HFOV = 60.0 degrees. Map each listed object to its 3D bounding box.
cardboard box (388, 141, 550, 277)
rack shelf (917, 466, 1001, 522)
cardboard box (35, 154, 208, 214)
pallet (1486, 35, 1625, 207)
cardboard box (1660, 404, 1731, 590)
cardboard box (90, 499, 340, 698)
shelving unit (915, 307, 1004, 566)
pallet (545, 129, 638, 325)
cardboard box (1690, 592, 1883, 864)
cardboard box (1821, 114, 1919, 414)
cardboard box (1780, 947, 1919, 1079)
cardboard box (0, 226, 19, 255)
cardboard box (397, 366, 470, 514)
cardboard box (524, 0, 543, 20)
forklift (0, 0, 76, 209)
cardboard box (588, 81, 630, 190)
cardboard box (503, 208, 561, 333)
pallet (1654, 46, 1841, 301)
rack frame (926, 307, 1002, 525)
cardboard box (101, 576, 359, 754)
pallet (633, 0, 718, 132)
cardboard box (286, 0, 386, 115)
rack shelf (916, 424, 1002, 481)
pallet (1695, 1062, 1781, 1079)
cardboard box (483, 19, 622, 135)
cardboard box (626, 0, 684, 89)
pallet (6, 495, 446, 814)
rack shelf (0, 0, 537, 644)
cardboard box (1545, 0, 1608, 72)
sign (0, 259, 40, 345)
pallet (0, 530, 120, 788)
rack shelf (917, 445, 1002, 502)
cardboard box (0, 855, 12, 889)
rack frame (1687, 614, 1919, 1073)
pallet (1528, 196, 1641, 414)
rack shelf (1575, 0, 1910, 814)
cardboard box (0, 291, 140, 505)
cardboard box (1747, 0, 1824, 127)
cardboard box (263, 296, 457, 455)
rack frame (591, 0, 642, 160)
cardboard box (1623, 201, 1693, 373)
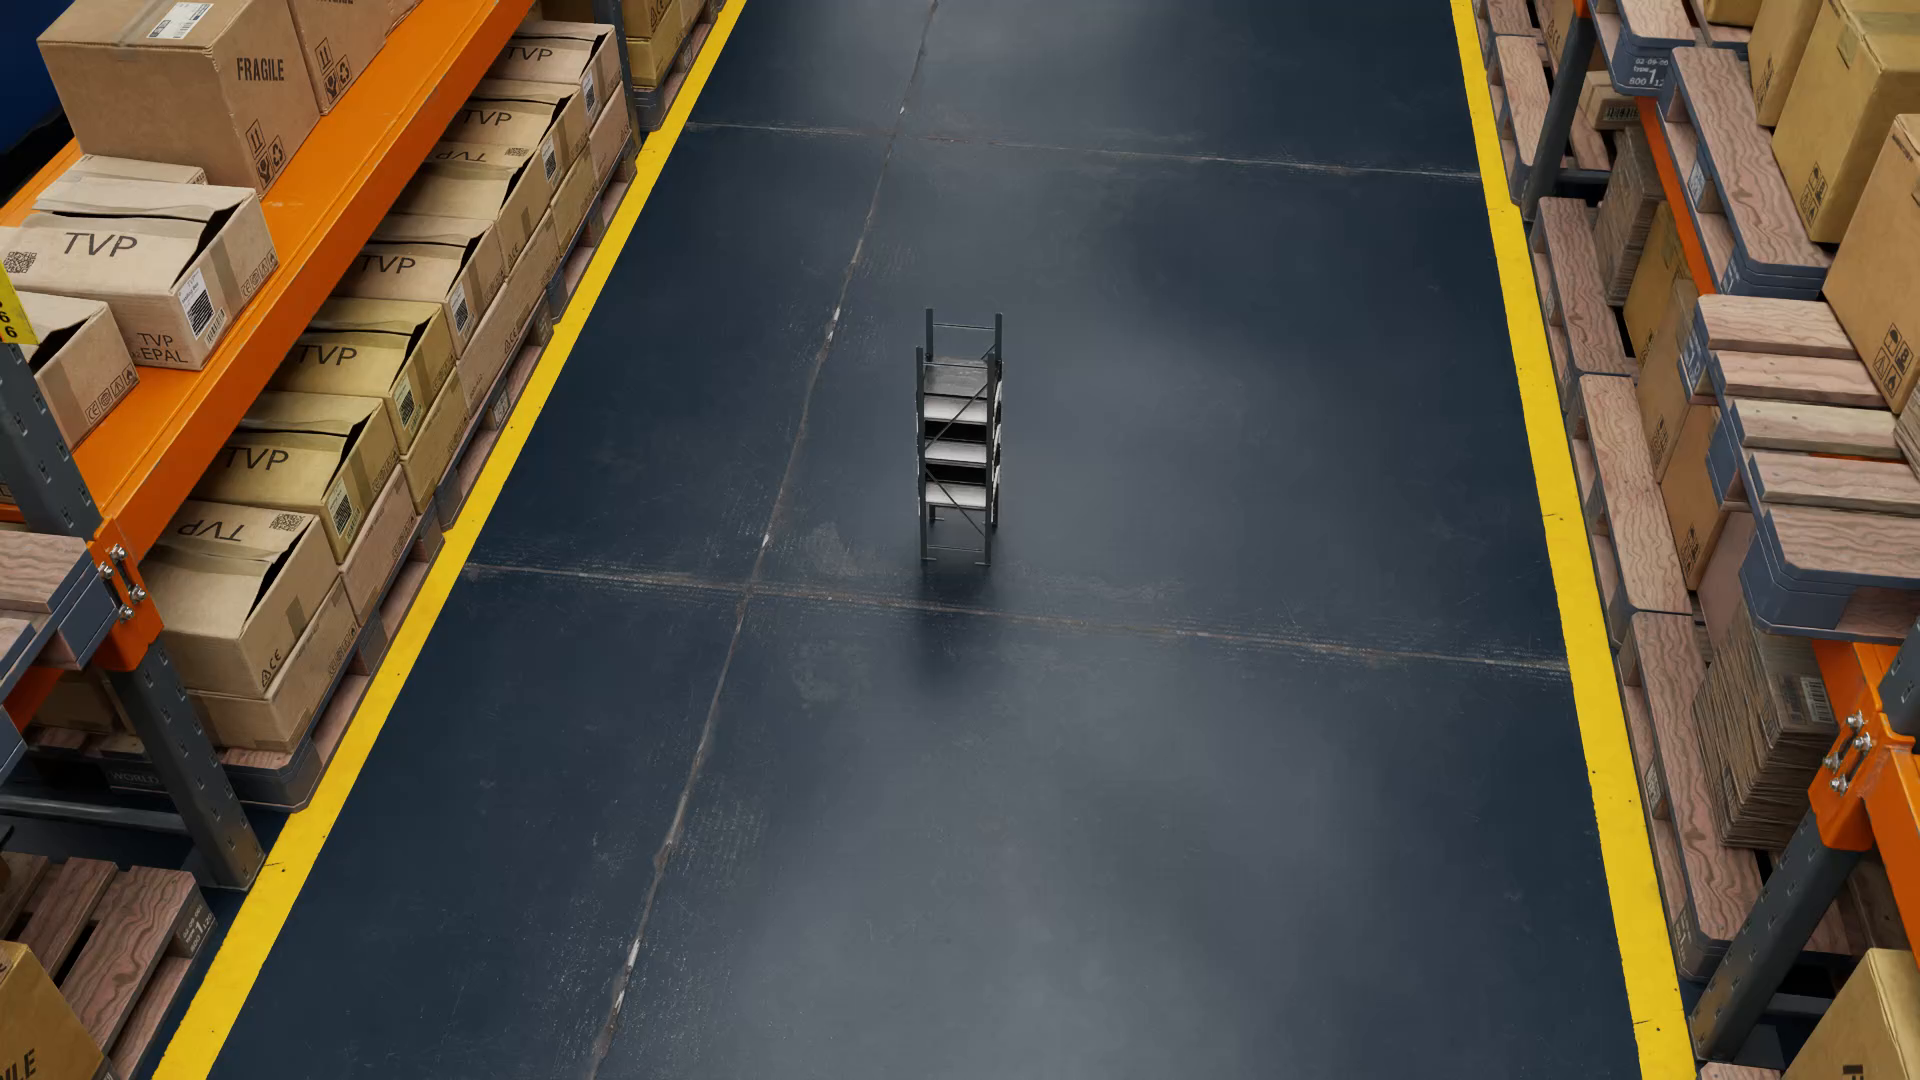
[{"bbox_3d":[-1.868,-1.265,6.191,0.500,0.311,0.500,5,44,5],"label":"cardboard box"},{"bbox_3d":[-0.001,-0.166,5.581,0.258,0.077,0.200,5,44,6],"label":"rack shelf"},{"bbox_3d":[-2.384,-0.961,4.766,0.380,0.149,0.250,8,44,9],"label":"cardboard box"},{"bbox_3d":[2.997,-1.905,7.609,1.003,0.211,1.213,5,44,6],"label":"pallet"},{"bbox_3d":[2.679,-0.160,5.235,0.700,0.500,0.500,5,44,5],"label":"cardboard box"},{"bbox_3d":[-2.136,0.134,4.714,0.500,0.311,0.500,7,44,7],"label":"cardboard box"},{"bbox_3d":[-0.001,-0.321,5.435,0.258,0.900,0.210,5,44,6],"label":"shelving unit"},{"bbox_3d":[-2.026,-1.386,7.061,1.003,0.211,1.213,5,44,6],"label":"pallet"},{"bbox_3d":[2.458,0.522,4.515,0.700,0.500,0.500,6,44,6],"label":"cardboard box"},{"bbox_3d":[2.514,-0.631,3.842,0.700,0.500,0.500,1,43,2],"label":"cardboard box"},{"bbox_3d":[2.187,1.387,3.362,0.750,0.750,0.750,5,44,5],"label":"cardboard box"},{"bbox_3d":[-2.651,-0.725,4.517,0.380,0.149,0.250,5,44,6],"label":"cardboard box"},{"bbox_3d":[-2.008,-0.360,5.643,0.500,0.250,0.500,4,44,4],"label":"cardboard box"},{"bbox_3d":[-2.123,-2.394,7.792,0.500,0.250,0.500,5,44,6],"label":"cardboard box"},{"bbox_3d":[-4.632,-2.212,5.954,1.130,2.935,3.031,7,44,7],"label":"forklift"},{"bbox_3d":[-1.735,-1.750,7.111,0.500,0.250,0.500,5,44,5],"label":"cardboard box"},{"bbox_3d":[-1.871,-1.056,6.378,0.500,0.250,0.500,6,44,6],"label":"cardboard box"},{"bbox_3d":[2.635,-1.014,4.779,1.003,0.211,1.213,5,44,6],"label":"pallet"},{"bbox_3d":[0.012,-0.391,5.508,0.240,0.900,0.006,5,44,6],"label":"rack frame"},{"bbox_3d":[-2.136,0.337,4.907,0.500,0.250,0.500,5,44,5],"label":"cardboard box"},{"bbox_3d":[-1.821,-2.430,8.163,1.003,0.211,1.213,5,44,6],"label":"pallet"},{"bbox_3d":[-2.221,-1.719,5.311,0.500,0.500,0.500,5,44,6],"label":"cardboard box"},{"bbox_3d":[-0.001,-0.297,5.458,0.258,0.077,0.200,5,44,6],"label":"rack shelf"},{"bbox_3d":[2.235,1.812,3.682,1.003,0.211,1.213,5,44,6],"label":"pallet"},{"bbox_3d":[-1.737,-1.960,6.925,0.500,0.311,0.500,5,44,6],"label":"cardboard box"},{"bbox_3d":[-1.606,-2.347,7.742,0.500,0.250,0.500,5,44,6],"label":"cardboard box"},{"bbox_3d":[-2.349,0.277,5.304,1.003,0.211,1.213,5,44,6],"label":"pallet"},{"bbox_3d":[-2.232,-1.280,5.444,1.077,0.370,4.000,5,44,6],"label":"rack shelf"},{"bbox_3d":[3.041,-2.420,7.622,0.500,0.500,0.500,2,43,2],"label":"cardboard box"},{"bbox_3d":[-1.957,-0.527,3.341,0.100,0.325,0.005,5,44,6],"label":"sign"},{"bbox_3d":[-2.516,0.360,3.328,1.213,0.211,1.003,5,44,6],"label":"pallet"},{"bbox_3d":[-0.001,-0.232,5.520,0.258,0.077,0.200,5,44,6],"label":"rack shelf"},{"bbox_3d":[-2.840,0.854,4.165,0.500,0.500,0.500,7,44,7],"label":"cardboard box"},{"bbox_3d":[2.414,0.269,3.284,1.000,3.000,0.127,5,44,6],"label":"rack frame"},{"bbox_3d":[2.842,-0.914,6.561,1.003,0.211,1.213,5,44,6],"label":"pallet"},{"bbox_3d":[2.679,-0.833,4.971,1.077,0.370,4.000,5,44,6],"label":"rack shelf"},{"bbox_3d":[-2.405,-0.390,4.045,0.500,0.311,0.500,8,44,8],"label":"cardboard box"},{"bbox_3d":[2.705,-1.477,4.736,0.700,0.500,0.500,11,45,11],"label":"cardboard box"},{"bbox_3d":[-2.005,-0.573,5.460,0.500,0.311,0.500,4,44,4],"label":"cardboard box"},{"bbox_3d":[-1.968,-2.905,6.636,1.000,3.000,0.127,5,44,6],"label":"rack frame"},{"bbox_3d":[2.844,-0.849,5.963,0.700,0.500,0.500,4,44,5],"label":"cardboard box"}]
